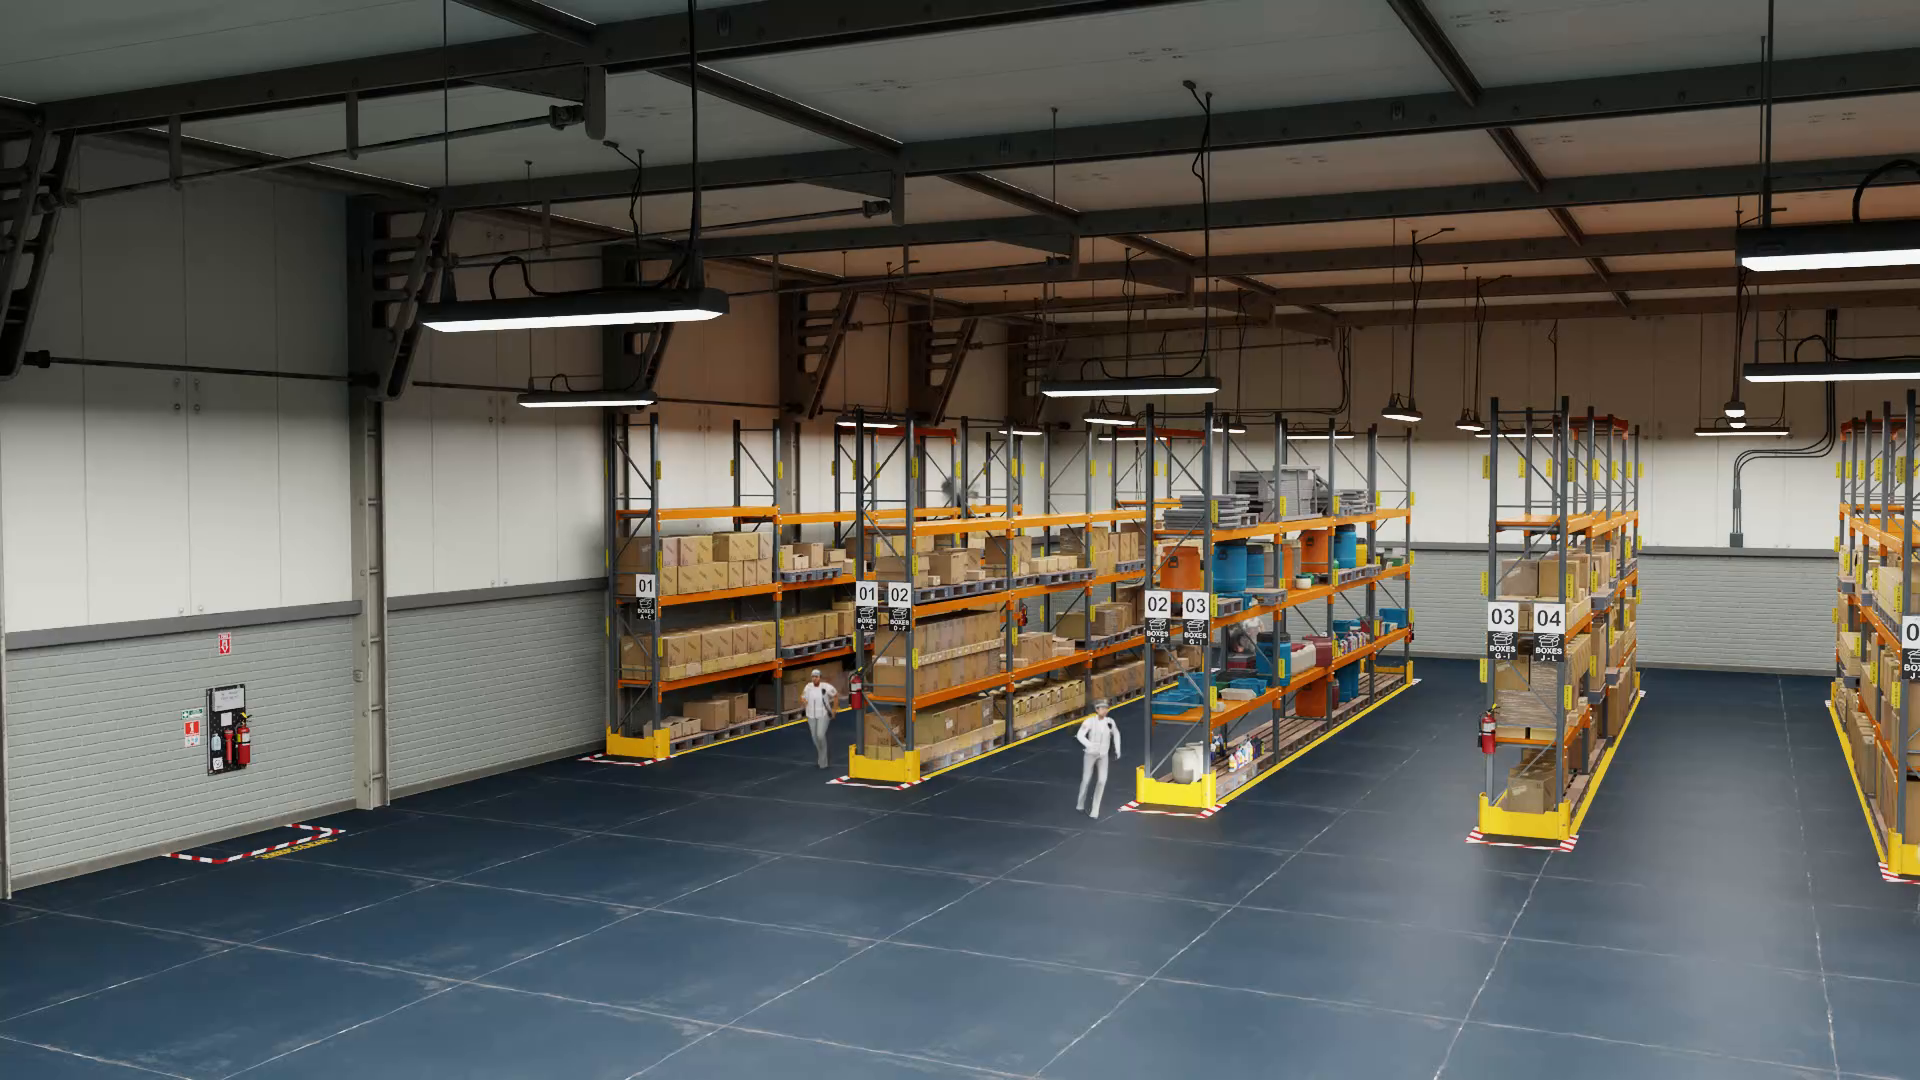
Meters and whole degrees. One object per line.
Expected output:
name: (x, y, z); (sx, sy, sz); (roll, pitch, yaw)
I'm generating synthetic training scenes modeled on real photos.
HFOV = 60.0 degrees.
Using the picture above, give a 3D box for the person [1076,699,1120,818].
person: (2.022, 3.155, 24.187); (0.676, 1.718, 0.634); (0, 2, -7)

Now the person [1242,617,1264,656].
person: (7.188, 2.479, 40.578); (0.642, 1.656, 0.700); (0, 2, 3)

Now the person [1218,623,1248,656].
person: (6.145, 2.572, 37.611); (0.633, 1.712, 0.689); (1, 3, 21)

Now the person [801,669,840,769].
person: (-2.381, 3.011, 28.065); (0.614, 1.683, 0.758); (1, 3, 17)
